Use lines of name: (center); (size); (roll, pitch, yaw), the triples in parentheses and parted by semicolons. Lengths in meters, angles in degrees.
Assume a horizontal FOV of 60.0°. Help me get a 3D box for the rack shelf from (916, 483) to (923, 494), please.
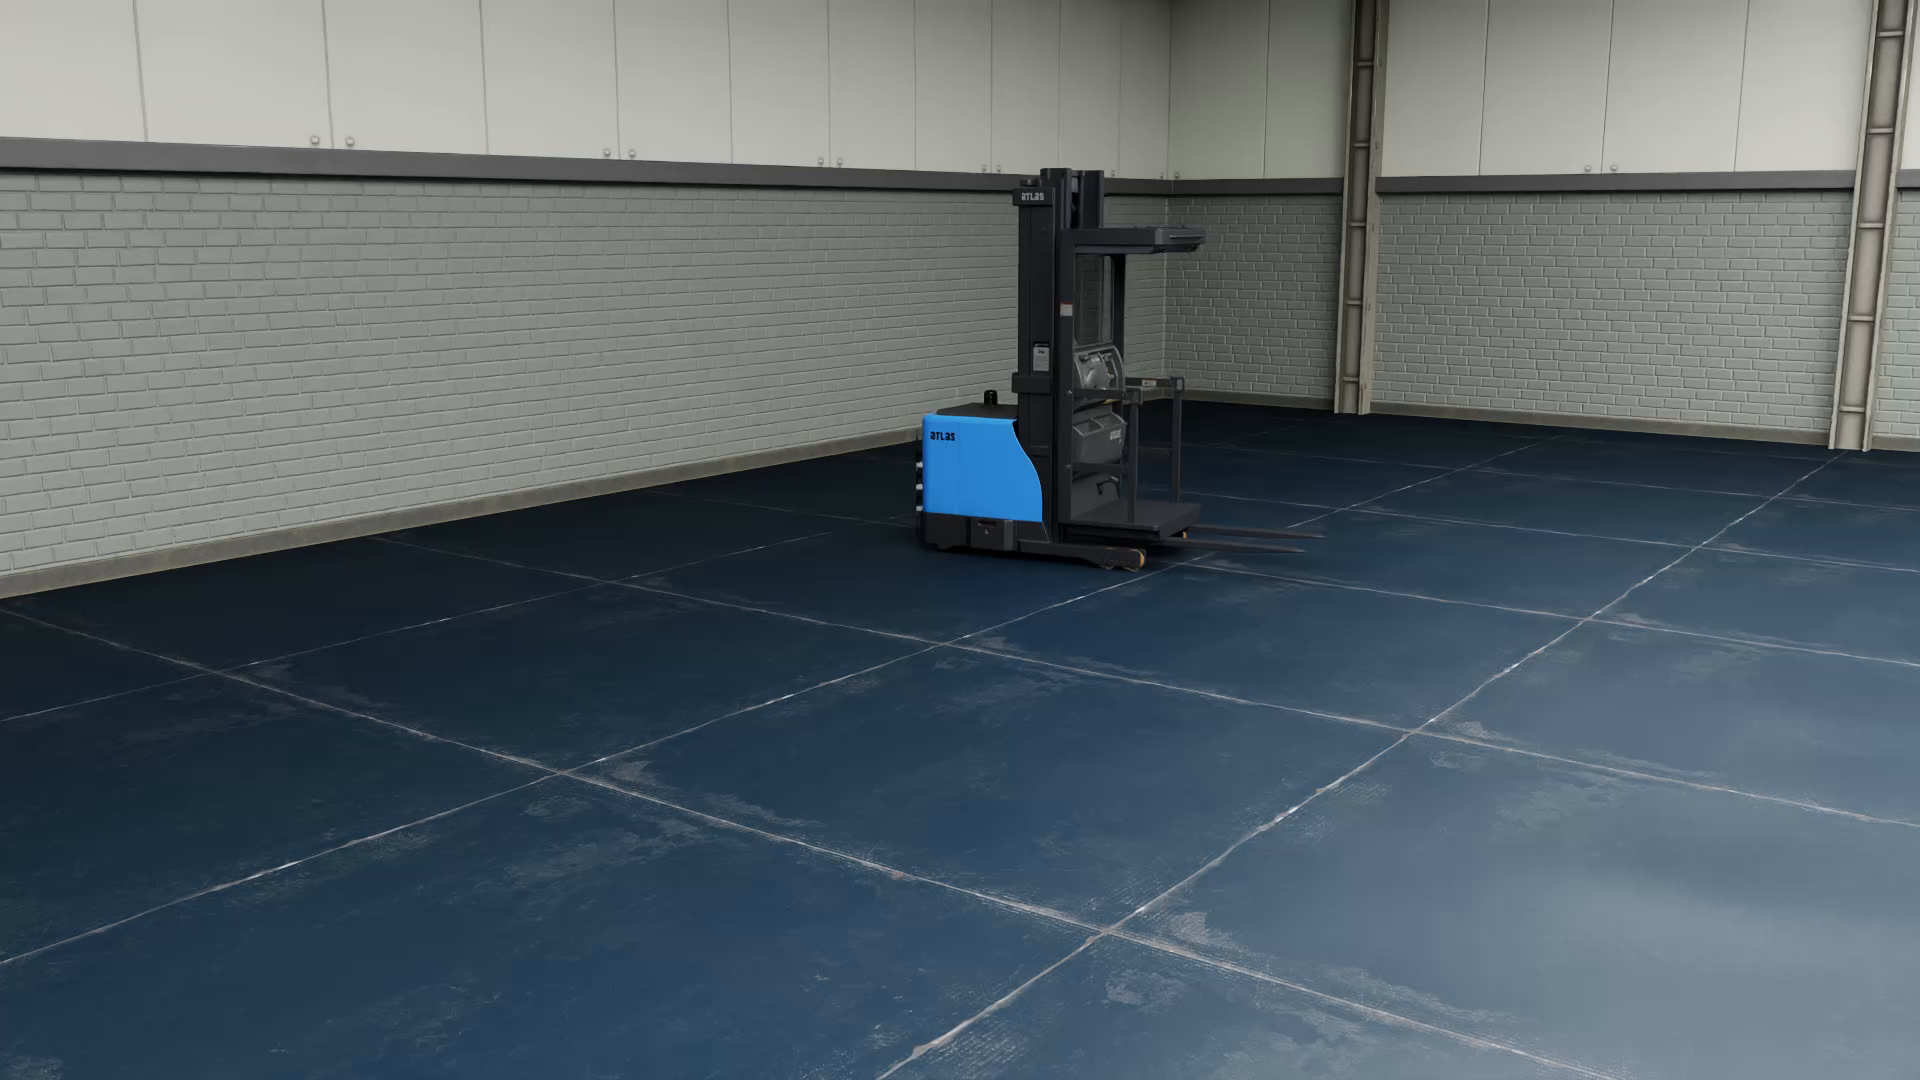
rack shelf: (-0.211, -0.426, 13.538); (0.200, 0.077, 0.258); (5, 12, 25)

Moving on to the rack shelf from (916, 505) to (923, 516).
rack shelf: (-0.211, -0.249, 13.573); (0.200, 0.077, 0.258); (5, 12, 25)

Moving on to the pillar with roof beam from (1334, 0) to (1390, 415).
pillar with roof beam: (2.732, -5.474, 18.131); (0.400, 9.000, 9.100); (8, 13, 36)

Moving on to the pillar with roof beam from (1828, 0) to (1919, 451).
pillar with roof beam: (7.568, -4.799, 14.644); (0.400, 9.000, 9.100); (8, 13, 36)

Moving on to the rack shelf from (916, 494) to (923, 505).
rack shelf: (-0.211, -0.338, 13.555); (0.200, 0.077, 0.258); (5, 12, 25)

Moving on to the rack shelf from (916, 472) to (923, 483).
rack shelf: (-0.211, -0.514, 13.521); (0.200, 0.077, 0.258); (5, 12, 25)

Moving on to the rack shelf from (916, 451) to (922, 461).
rack shelf: (-0.211, -0.691, 13.487); (0.200, 0.077, 0.258); (5, 12, 25)

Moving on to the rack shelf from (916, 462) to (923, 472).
rack shelf: (-0.211, -0.603, 13.504); (0.200, 0.077, 0.258); (5, 12, 25)

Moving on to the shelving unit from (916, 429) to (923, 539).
shelving unit: (-0.211, -0.459, 13.532); (0.210, 0.900, 0.258); (5, 12, 25)

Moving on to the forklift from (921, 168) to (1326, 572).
forklift: (1.247, -1.319, 12.633); (3.031, 2.935, 1.130); (5, 12, 25)

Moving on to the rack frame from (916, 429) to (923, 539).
rack frame: (-0.302, -0.467, 13.576); (0.006, 0.900, 0.240); (5, 12, 25)
